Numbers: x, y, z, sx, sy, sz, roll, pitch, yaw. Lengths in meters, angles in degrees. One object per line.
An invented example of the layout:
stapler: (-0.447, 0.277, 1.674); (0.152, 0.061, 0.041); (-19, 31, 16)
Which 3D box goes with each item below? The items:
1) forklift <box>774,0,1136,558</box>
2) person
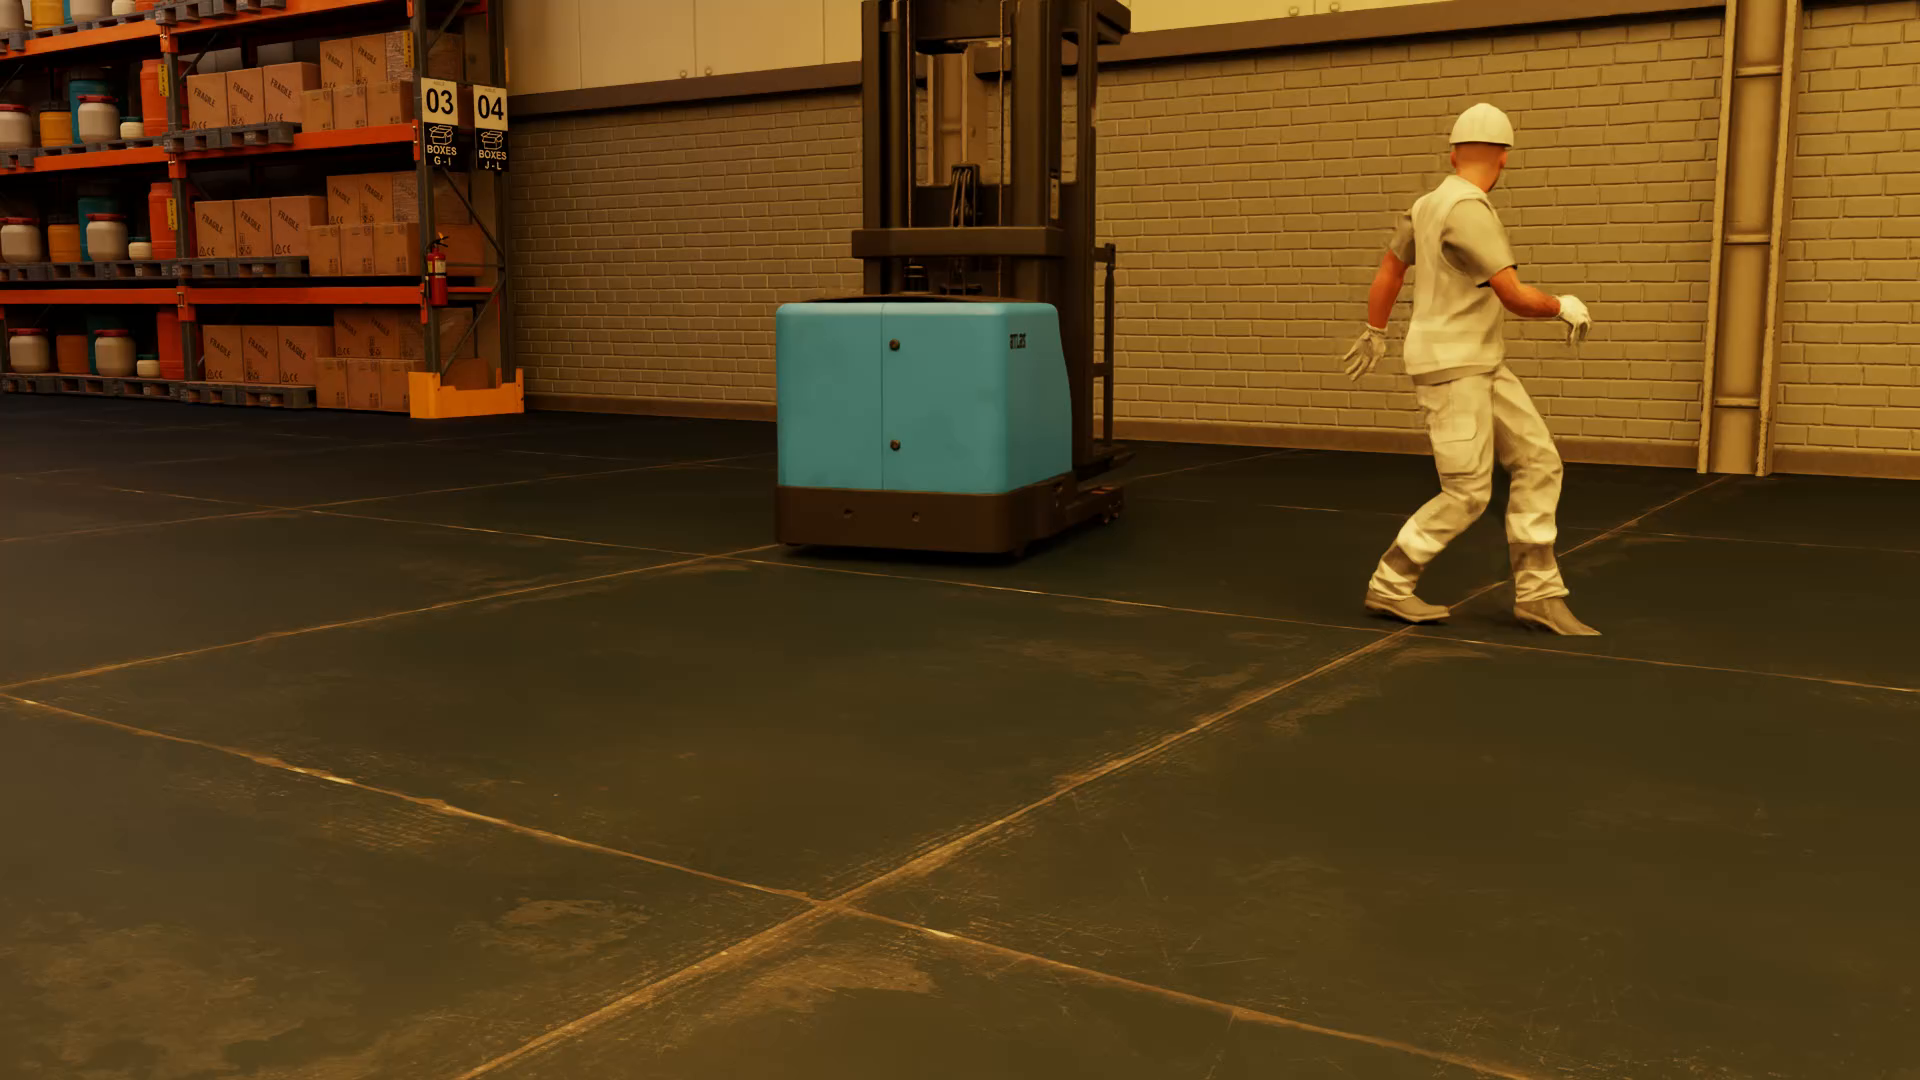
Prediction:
forklift: (0.184, -1.546, 8.067); (1.130, 2.935, 3.031); (3, 9, 19)
person: (1.684, -0.547, 5.512); (0.935, 1.753, 0.577); (4, 9, 26)
